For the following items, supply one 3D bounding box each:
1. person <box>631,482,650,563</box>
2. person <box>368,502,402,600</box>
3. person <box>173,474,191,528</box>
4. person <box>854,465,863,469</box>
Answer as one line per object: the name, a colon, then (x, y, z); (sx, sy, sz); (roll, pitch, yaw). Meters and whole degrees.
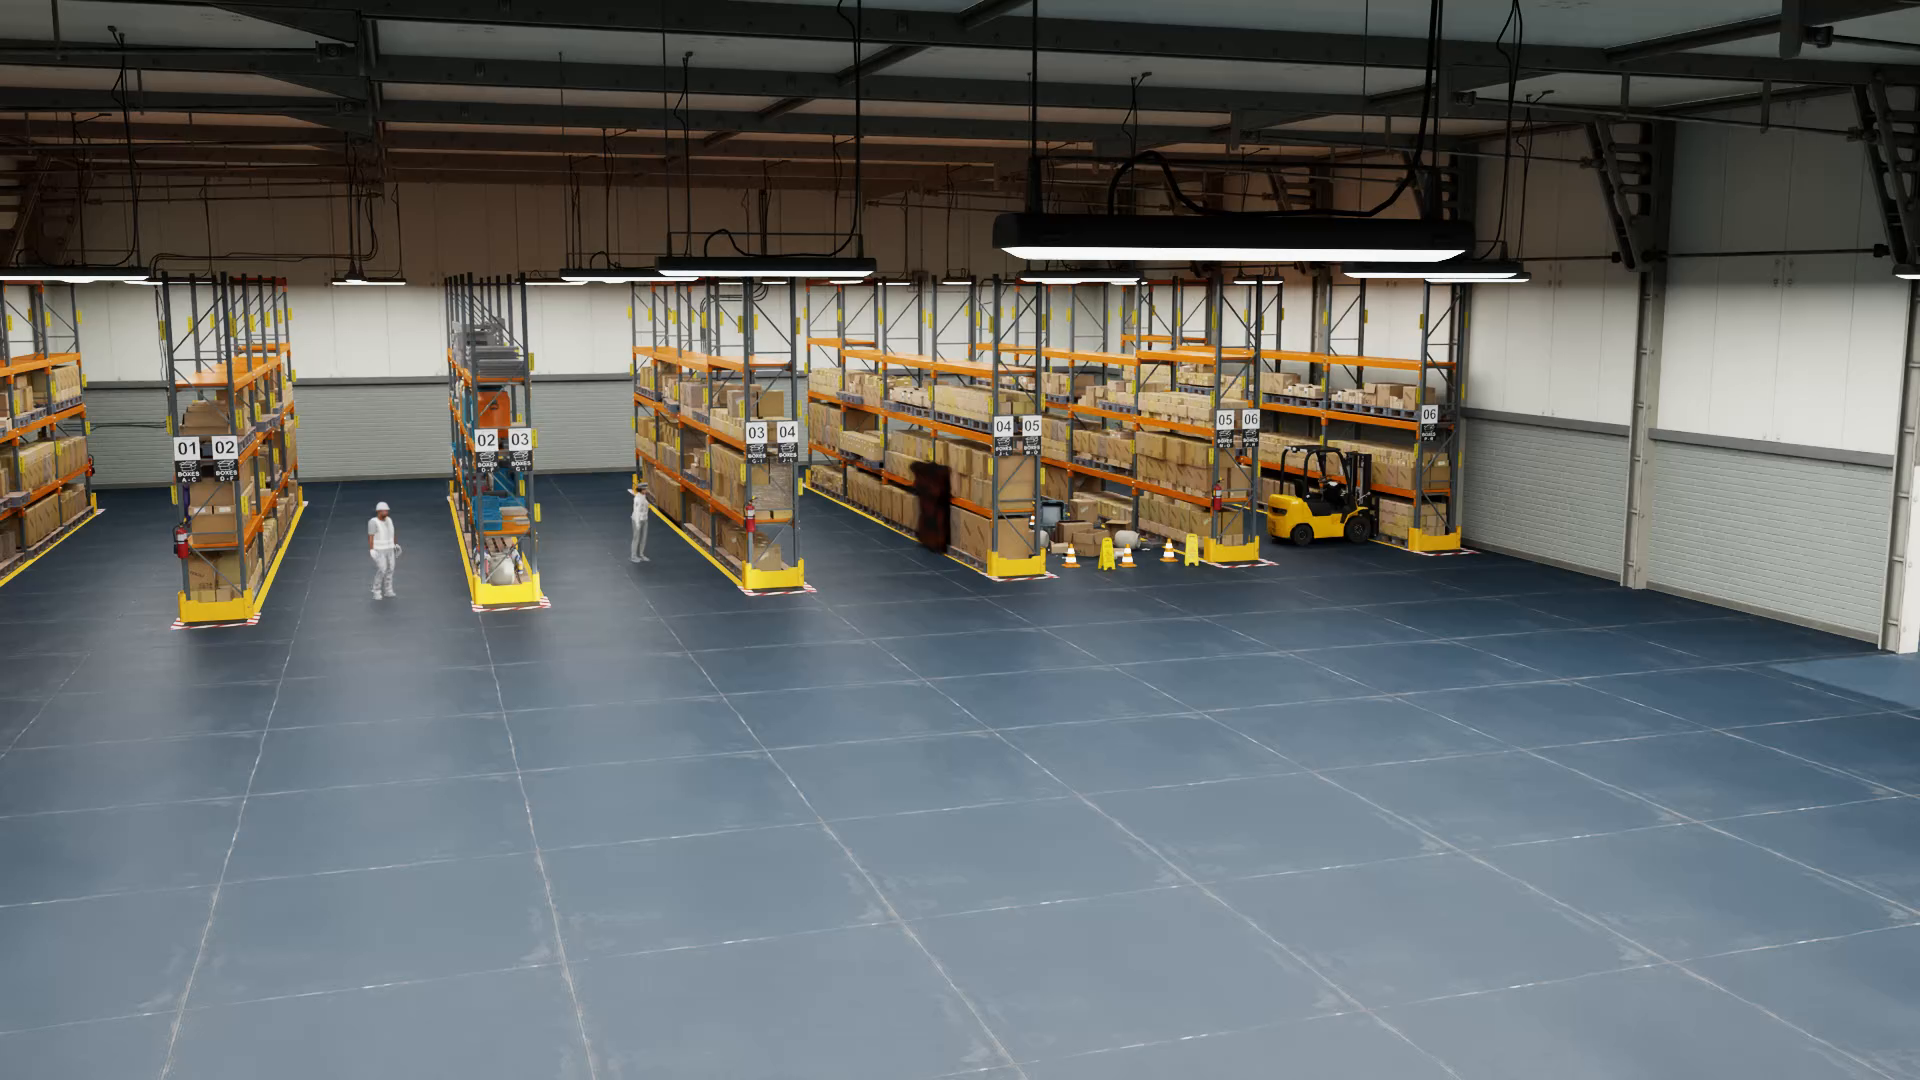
person: (-6.731, -0.378, 35.049); (0.383, 1.681, 0.511); (3, 9, 21)
person: (-10.734, 0.203, 31.031); (0.397, 1.828, 0.613); (5, 10, 29)
person: (-18.614, -1.147, 40.106); (0.641, 1.601, 1.028); (-3, 9, -17)
person: (-3.172, -2.766, 51.001); (0.398, 1.586, 0.452); (8, 12, 43)
